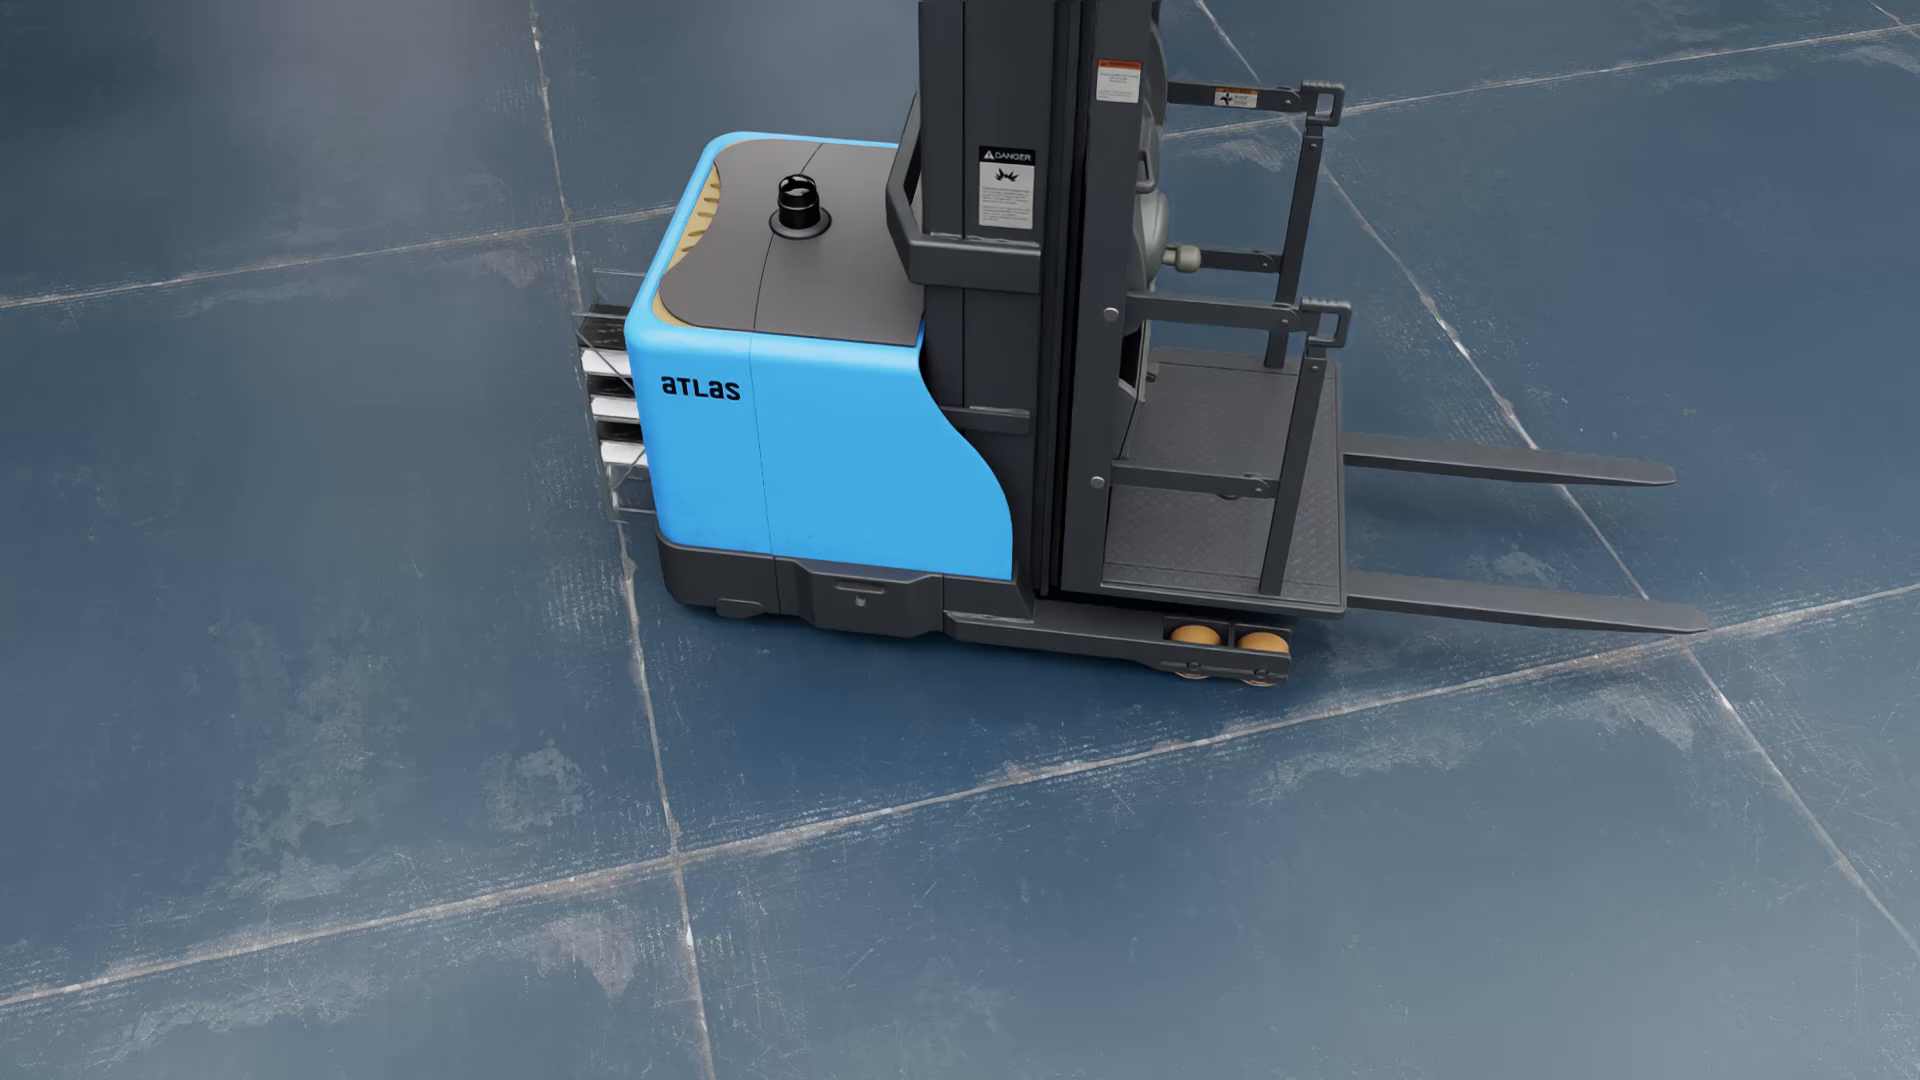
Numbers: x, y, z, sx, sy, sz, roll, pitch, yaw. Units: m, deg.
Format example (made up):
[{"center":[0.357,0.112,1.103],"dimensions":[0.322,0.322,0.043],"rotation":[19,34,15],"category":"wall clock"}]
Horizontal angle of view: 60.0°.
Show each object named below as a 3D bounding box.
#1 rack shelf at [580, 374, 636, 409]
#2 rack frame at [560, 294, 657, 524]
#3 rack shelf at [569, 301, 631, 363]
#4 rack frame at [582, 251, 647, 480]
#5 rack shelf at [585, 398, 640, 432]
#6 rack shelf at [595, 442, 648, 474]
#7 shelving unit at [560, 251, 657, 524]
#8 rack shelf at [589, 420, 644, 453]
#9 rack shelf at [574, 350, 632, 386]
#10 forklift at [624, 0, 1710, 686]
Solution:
[{"center":[-0.987,-0.474,5.005],"dimensions":[0.258,0.077,0.200],"rotation":[6,46,6],"category":"rack shelf"},{"center":[-1.001,-0.362,4.975],"dimensions":[0.240,0.900,0.006],"rotation":[6,46,6],"category":"rack frame"},{"center":[-0.987,-0.600,4.876],"dimensions":[0.258,0.077,0.200],"rotation":[6,46,6],"category":"rack shelf"},{"center":[-0.972,-0.506,5.116],"dimensions":[0.240,0.900,0.006],"rotation":[6,46,6],"category":"rack frame"},{"center":[-0.987,-0.411,5.069],"dimensions":[0.258,0.077,0.200],"rotation":[6,46,6],"category":"rack shelf"},{"center":[-0.986,-0.285,5.198],"dimensions":[0.258,0.077,0.200],"rotation":[6,46,6],"category":"rack shelf"},{"center":[-0.987,-0.434,5.045],"dimensions":[0.258,0.900,0.210],"rotation":[6,46,6],"category":"shelving unit"},{"center":[-0.986,-0.348,5.133],"dimensions":[0.258,0.077,0.200],"rotation":[6,46,6],"category":"rack shelf"},{"center":[-0.987,-0.537,4.940],"dimensions":[0.258,0.077,0.200],"rotation":[6,46,6],"category":"rack shelf"},{"center":[0.667,-1.009,4.187],"dimensions":[3.031,2.935,1.130],"rotation":[6,46,6],"category":"forklift"}]
